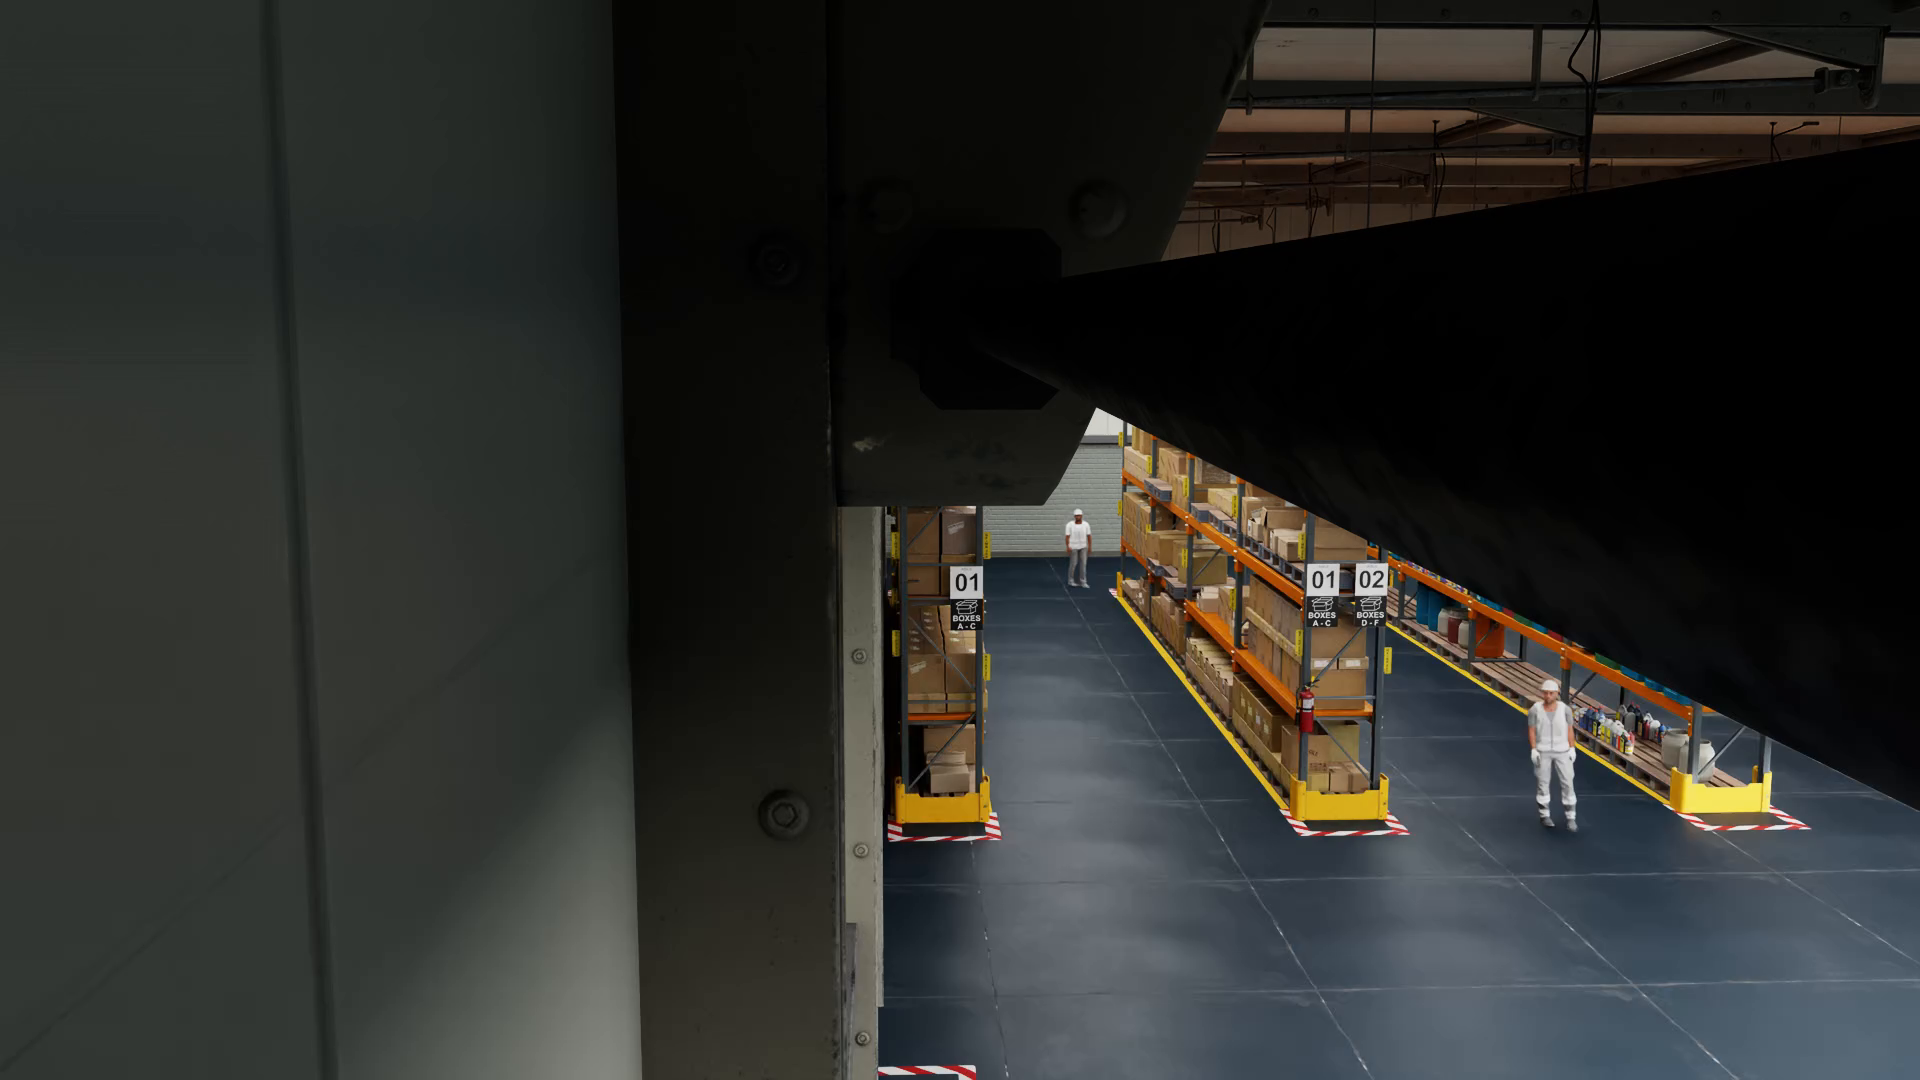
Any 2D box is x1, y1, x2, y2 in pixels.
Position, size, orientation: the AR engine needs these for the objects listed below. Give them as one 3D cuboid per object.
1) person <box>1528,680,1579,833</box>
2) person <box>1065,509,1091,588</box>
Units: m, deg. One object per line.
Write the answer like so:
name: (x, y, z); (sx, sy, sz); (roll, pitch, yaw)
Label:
person: (7.235, 2.608, 20.255); (0.640, 1.802, 0.443); (2, 8, 16)
person: (2.695, 0.191, 37.589); (0.587, 1.783, 0.540); (-4, 9, -26)
